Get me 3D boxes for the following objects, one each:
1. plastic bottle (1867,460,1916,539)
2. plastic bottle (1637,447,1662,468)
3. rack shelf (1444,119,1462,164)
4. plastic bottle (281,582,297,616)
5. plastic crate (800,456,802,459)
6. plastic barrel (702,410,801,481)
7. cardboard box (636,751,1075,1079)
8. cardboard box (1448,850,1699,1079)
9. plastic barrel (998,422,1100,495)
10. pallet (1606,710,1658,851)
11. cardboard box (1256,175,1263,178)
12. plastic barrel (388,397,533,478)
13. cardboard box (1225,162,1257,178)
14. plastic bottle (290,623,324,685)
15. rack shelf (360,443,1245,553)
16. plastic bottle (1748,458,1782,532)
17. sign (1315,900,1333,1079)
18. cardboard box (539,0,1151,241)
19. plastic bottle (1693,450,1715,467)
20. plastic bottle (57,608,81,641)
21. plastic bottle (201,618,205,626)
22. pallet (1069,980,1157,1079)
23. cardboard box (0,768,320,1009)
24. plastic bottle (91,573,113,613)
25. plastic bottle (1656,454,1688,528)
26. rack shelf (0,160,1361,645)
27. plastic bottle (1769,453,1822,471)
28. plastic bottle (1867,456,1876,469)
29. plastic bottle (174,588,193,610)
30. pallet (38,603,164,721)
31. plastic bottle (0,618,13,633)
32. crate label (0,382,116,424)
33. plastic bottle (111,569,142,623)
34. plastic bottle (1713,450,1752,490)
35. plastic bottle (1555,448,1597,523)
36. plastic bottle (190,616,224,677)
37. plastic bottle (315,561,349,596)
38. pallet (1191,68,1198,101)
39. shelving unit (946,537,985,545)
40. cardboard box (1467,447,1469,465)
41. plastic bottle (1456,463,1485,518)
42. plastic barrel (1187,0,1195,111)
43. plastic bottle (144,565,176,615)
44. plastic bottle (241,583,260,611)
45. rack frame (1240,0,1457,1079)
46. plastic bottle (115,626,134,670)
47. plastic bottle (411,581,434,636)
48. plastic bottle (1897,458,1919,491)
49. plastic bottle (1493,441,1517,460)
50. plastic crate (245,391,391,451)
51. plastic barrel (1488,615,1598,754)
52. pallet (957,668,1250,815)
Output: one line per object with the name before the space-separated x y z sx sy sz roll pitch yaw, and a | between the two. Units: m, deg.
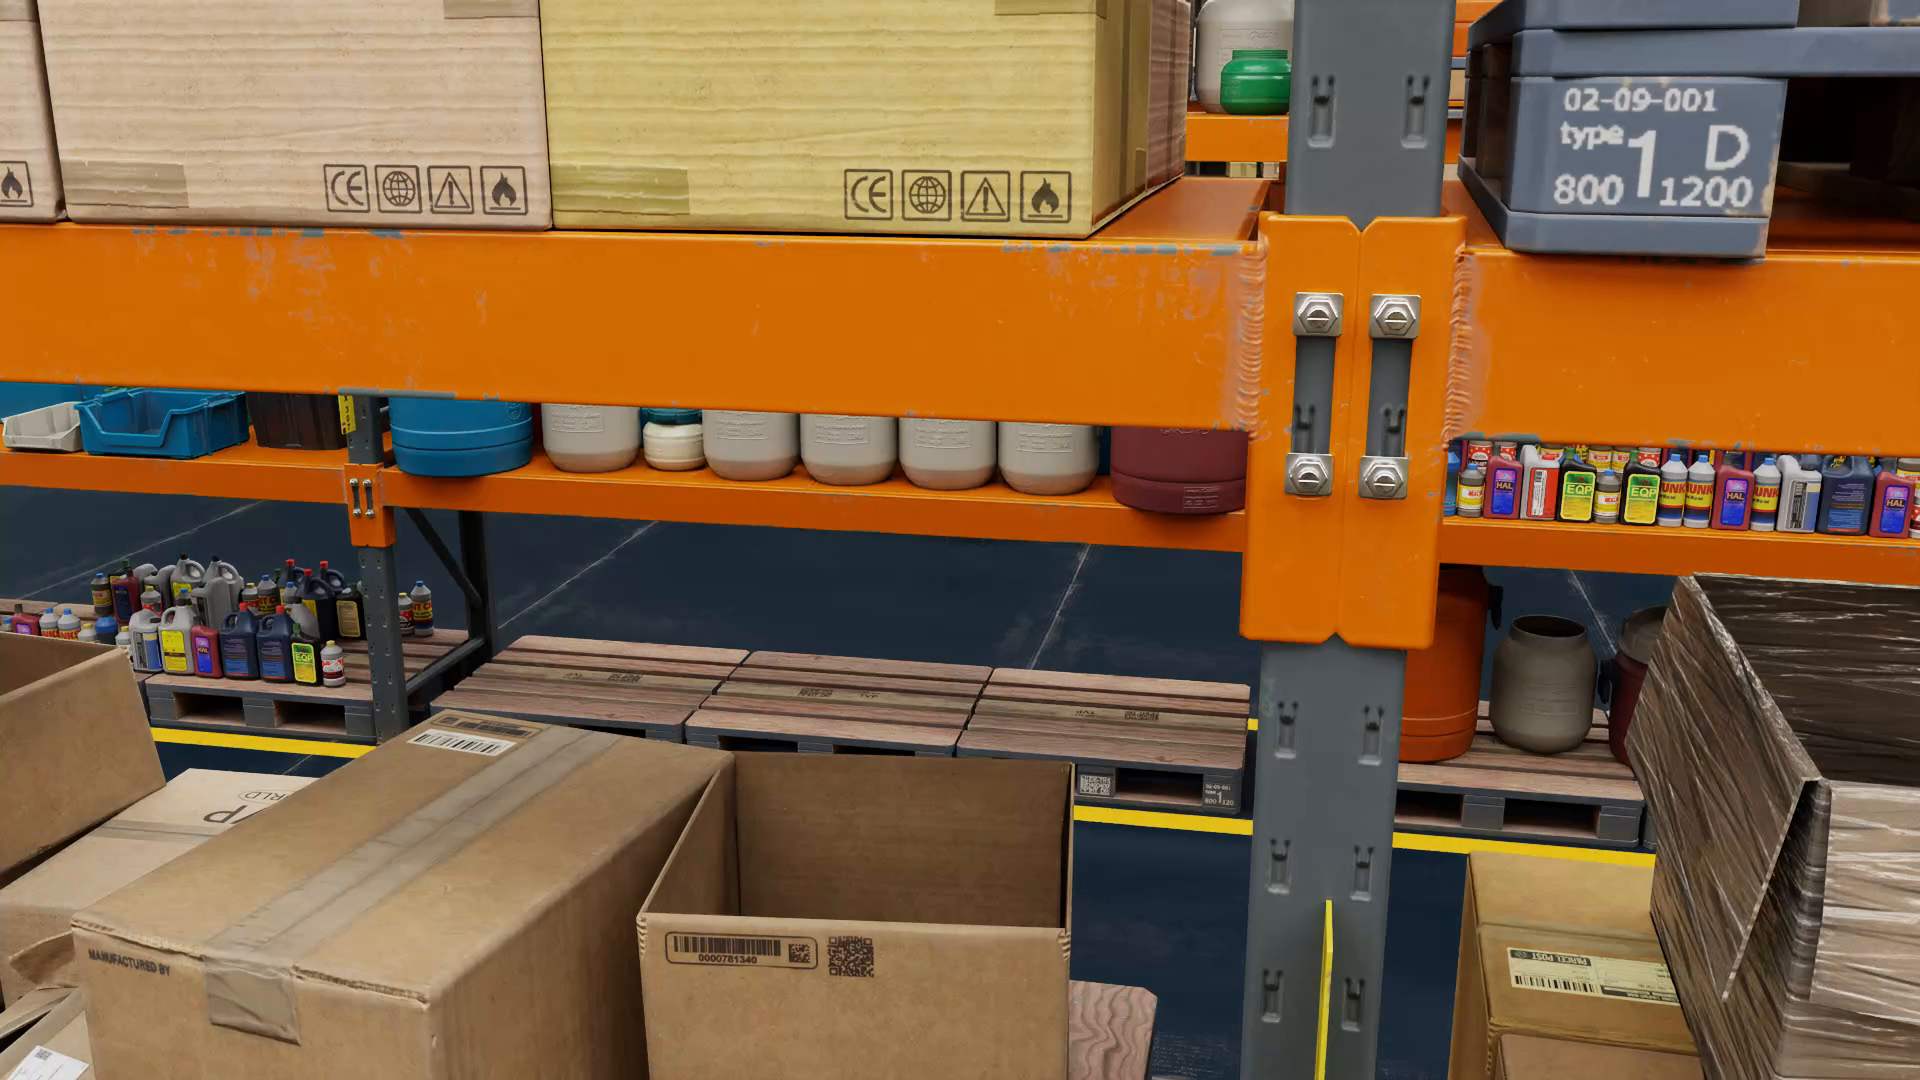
plastic bottle | 3.441 -0.150 6.134 0.133 0.283 0.061 3 16 11
plastic bottle | 2.903 -0.352 7.015 0.097 0.201 0.097 0 15 0
rack shelf | 3.379 -1.409 6.189 4.000 0.370 1.077 3 16 11
plastic bottle | -3.376 0.346 8.412 0.097 0.271 0.097 0 15 0
plastic crate | -0.738 -0.509 7.606 0.662 0.188 0.450 3 16 11
plastic barrel | -0.888 -0.548 7.096 0.433 0.535 0.433 0 15 0
cardboard box | -0.105 0.610 2.197 0.500 0.500 0.500 1 16 4
cardboard box | 0.965 0.792 2.326 0.500 0.500 0.500 4 16 13
plastic barrel | 0.368 -0.470 6.859 0.421 0.512 0.421 0 15 0
pallet | 3.392 1.024 6.901 1.213 0.211 1.003 3 16 11
cardboard box | 2.930 -3.291 16.242 0.500 0.500 0.700 1 16 5
plastic barrel | -2.183 -0.771 7.219 0.708 0.901 0.600 3 16 11
cardboard box | 2.731 -3.605 16.161 0.250 0.149 0.380 0 15 2
plastic bottle | -3.038 0.528 7.731 0.133 0.283 0.061 4 16 14
rack shelf | -0.541 -0.176 7.358 4.000 0.370 1.077 3 16 11
plastic bottle | 3.018 -0.172 6.237 0.097 0.271 0.097 0 15 0
sign | 0.333 0.502 1.542 0.005 0.325 0.100 3 16 11
cardboard box | -0.083 -0.456 1.679 0.500 0.250 0.500 3 16 11
plastic bottle | 3.168 -0.403 6.920 0.185 0.351 0.144 3 16 11
plastic bottle | -4.272 0.462 7.992 0.097 0.271 0.097 0 15 0
plastic bottle | -3.699 0.453 8.002 0.133 0.283 0.061 3 16 11
pallet | -0.288 0.961 2.262 1.003 0.211 1.213 3 16 11
cardboard box | -1.165 0.599 2.703 0.500 0.250 0.500 3 16 10
plastic bottle | -4.534 0.277 8.790 0.097 0.201 0.097 0 15 0
plastic bottle | 2.697 -0.190 6.300 0.097 0.271 0.097 0 15 0
rack shelf | -1.528 -0.326 2.280 4.000 0.370 1.077 3 16 11
plastic bottle | 3.192 -0.249 6.365 0.185 0.351 0.144 3 16 11
plastic bottle | 3.718 -0.341 6.846 0.097 0.271 0.097 0 15 0
plastic bottle | -3.974 0.347 8.539 0.097 0.201 0.097 0 15 0
pallet | -4.350 0.603 8.419 1.213 0.211 1.003 3 16 11
plastic bottle | -4.605 0.478 8.066 0.097 0.201 0.097 0 15 0
crate label | -4.563 -0.832 8.311 0.616 0.435 0.502 3 16 11
plastic bottle | -4.313 0.286 8.604 0.133 0.283 0.061 3 16 11
plastic bottle | 3.173 -0.342 6.827 0.133 0.283 0.061 3 16 11
plastic bottle | 2.354 -0.209 6.347 0.133 0.283 0.061 3 16 11
plastic bottle | -3.546 0.501 7.830 0.133 0.283 0.061 4 16 15
plastic bottle | -3.209 0.284 8.488 0.185 0.351 0.144 4 16 13
pallet | 1.727 -3.080 11.225 1.003 0.211 1.213 4 16 14
shelving unit | 0.052 -0.503 10.842 0.252 1.050 0.215 3 16 11
cardboard box | 3.313 -0.594 11.377 0.500 0.500 0.500 3 16 9
plastic bottle | 1.982 -0.195 6.449 0.097 0.201 0.097 0 15 0
plastic barrel | 0.657 -2.204 6.773 0.600 0.901 0.600 0 15 0
plastic bottle | -4.156 0.269 8.679 0.135 0.276 0.152 3 16 10
plastic bottle | -3.667 0.324 8.620 0.097 0.201 0.097 0 15 0
rack frame | 0.432 0.879 2.200 0.127 3.000 1.000 3 16 11
plastic bottle | -3.974 0.512 7.943 0.097 0.201 0.097 0 15 0
plastic bottle | -2.726 0.342 8.426 0.097 0.271 0.097 0 15 0
plastic bottle | 3.820 -0.261 6.686 0.097 0.201 0.097 0 15 0
plastic bottle | 2.331 -0.383 7.127 0.097 0.201 0.097 0 15 0
plastic crate | -2.989 -0.661 7.875 0.504 0.338 0.767 3 16 11
plastic barrel | 2.473 0.608 7.052 0.421 0.512 0.421 0 15 0
pallet | 0.667 0.876 7.435 1.213 0.211 1.003 3 16 11
